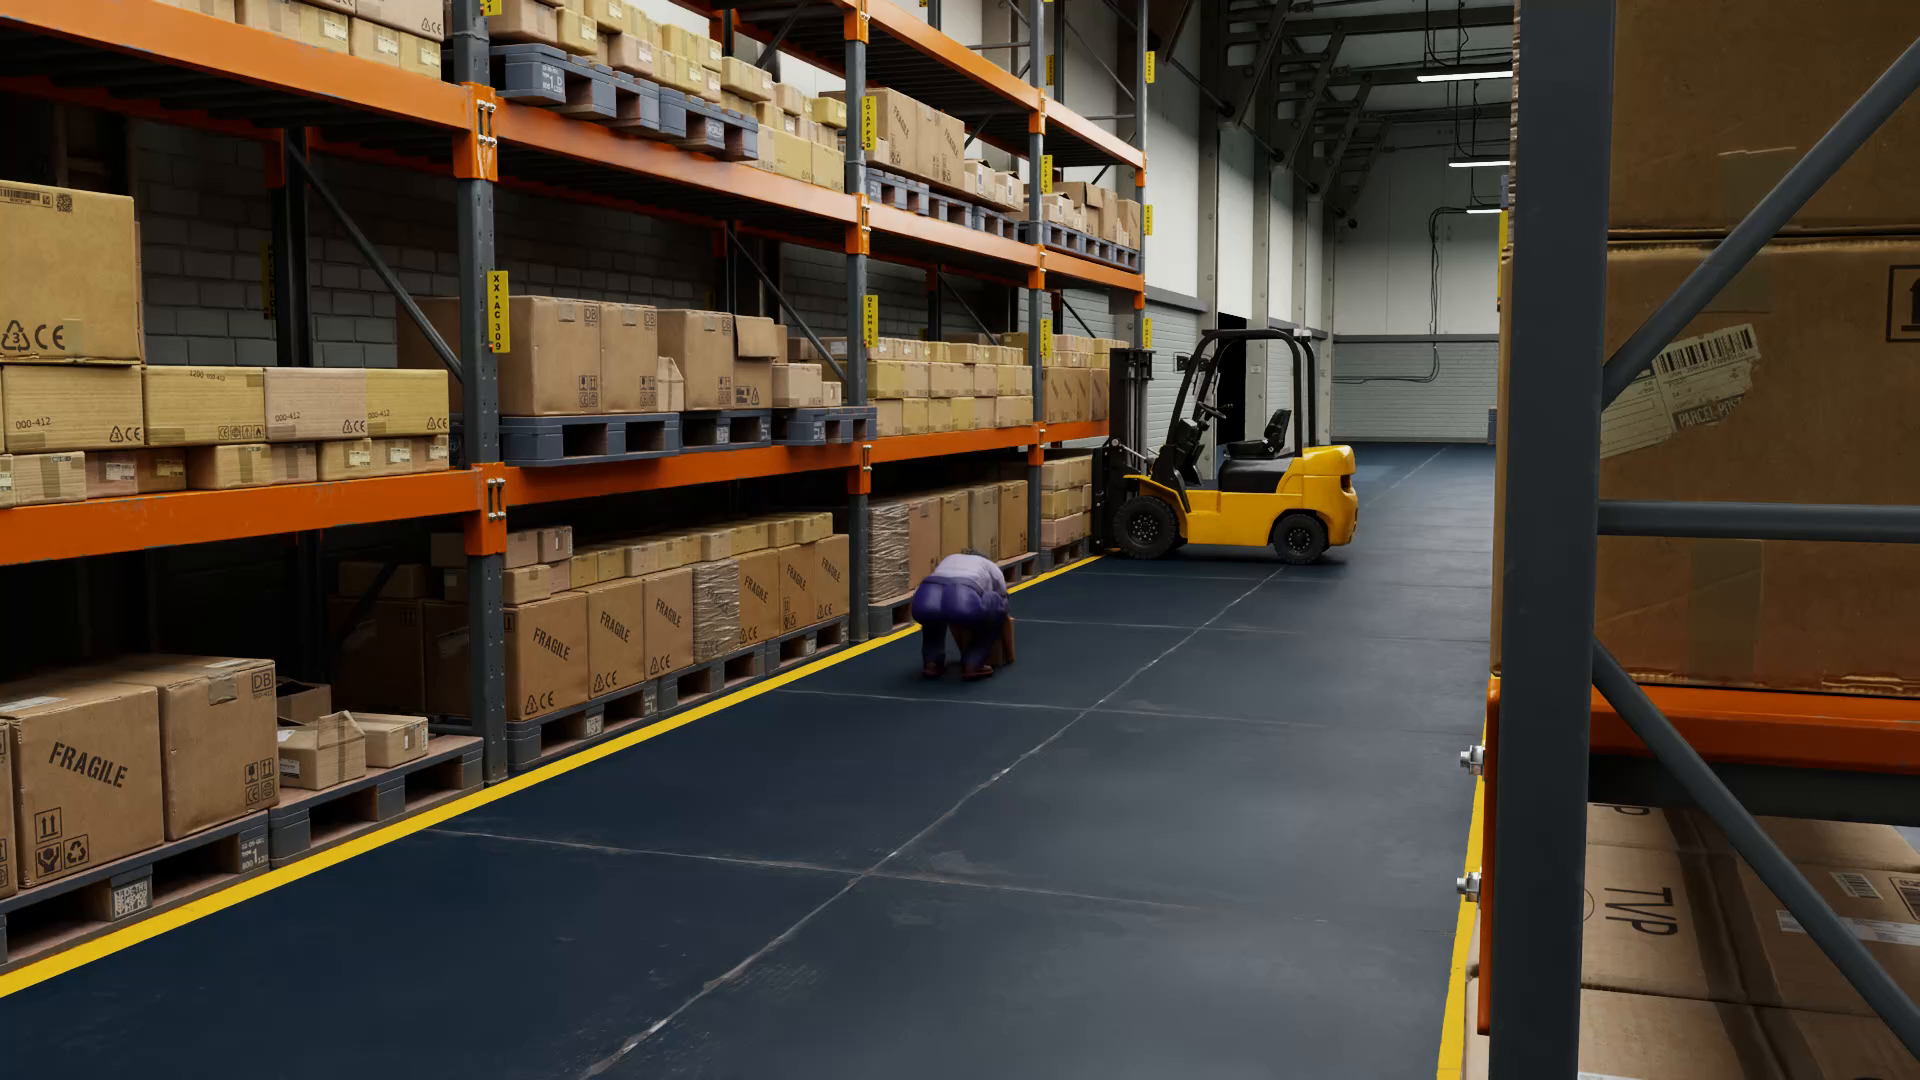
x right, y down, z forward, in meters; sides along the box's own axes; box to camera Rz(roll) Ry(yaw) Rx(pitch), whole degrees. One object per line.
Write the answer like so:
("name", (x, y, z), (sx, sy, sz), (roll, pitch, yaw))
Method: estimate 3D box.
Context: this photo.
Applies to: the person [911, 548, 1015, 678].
("person", (0.020, 0.426, 9.536), (0.491, 0.720, 0.962), (2, 6, 17))
